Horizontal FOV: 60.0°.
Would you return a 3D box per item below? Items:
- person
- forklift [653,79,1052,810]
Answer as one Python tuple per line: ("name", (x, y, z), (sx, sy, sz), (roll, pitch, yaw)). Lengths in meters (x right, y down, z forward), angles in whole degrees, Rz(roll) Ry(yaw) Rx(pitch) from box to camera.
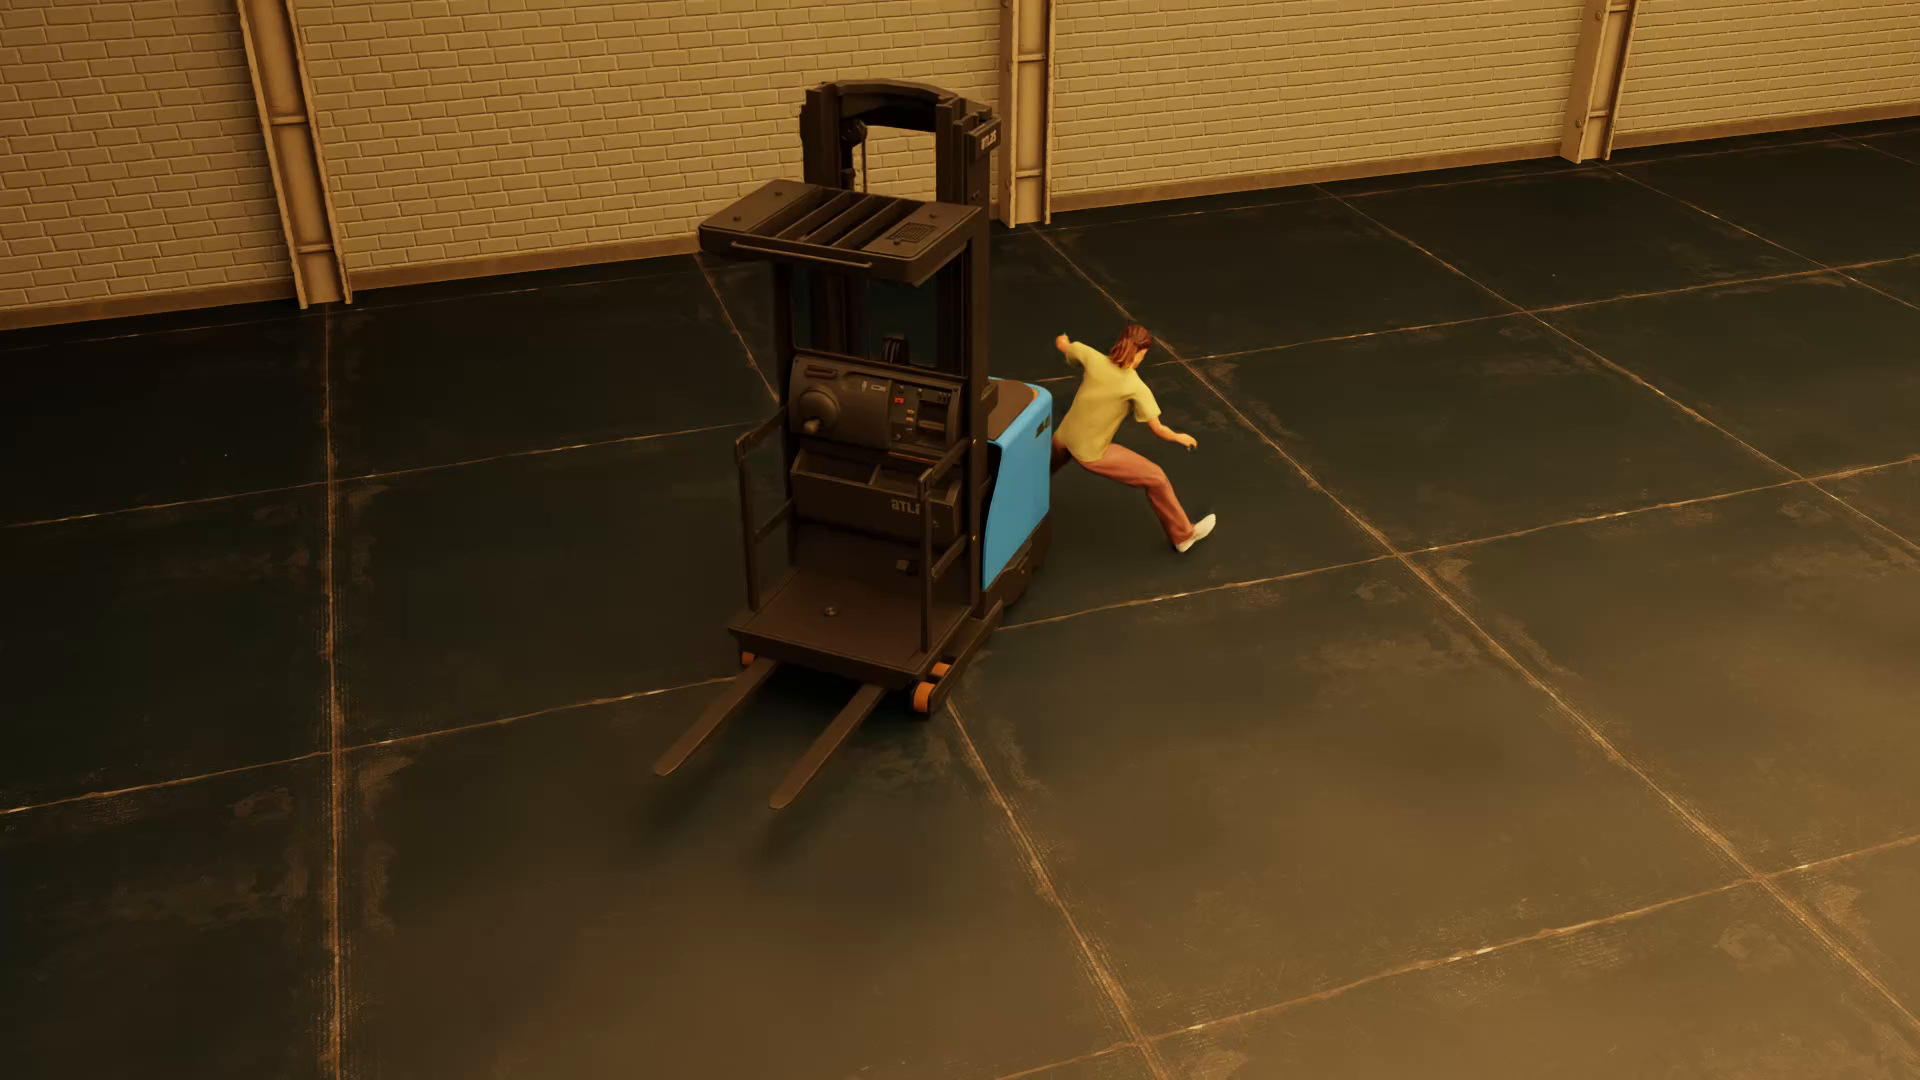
("person", (0.839, -0.651, 9.826), (0.785, 1.345, 1.274), (-21, 36, -32))
("forklift", (-0.515, -0.624, 8.171), (1.130, 2.935, 3.031), (12, 32, 20))
